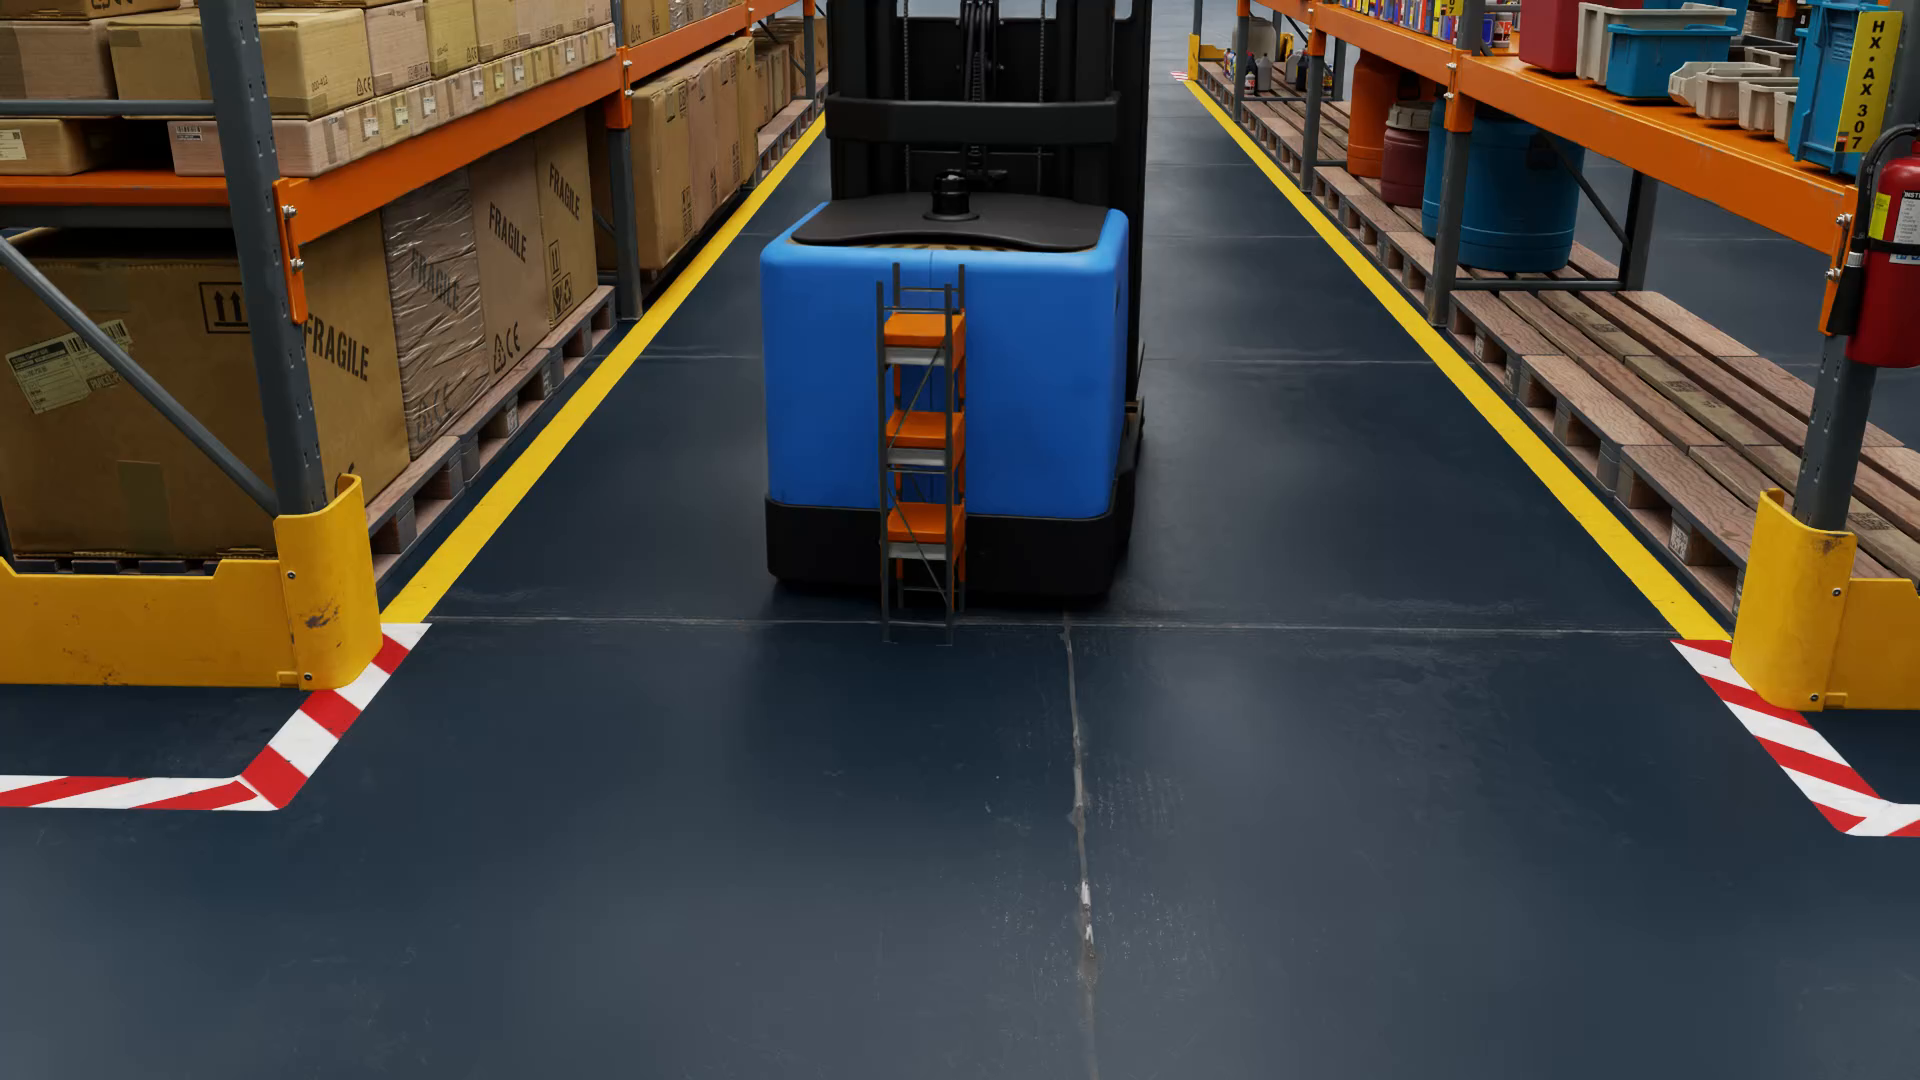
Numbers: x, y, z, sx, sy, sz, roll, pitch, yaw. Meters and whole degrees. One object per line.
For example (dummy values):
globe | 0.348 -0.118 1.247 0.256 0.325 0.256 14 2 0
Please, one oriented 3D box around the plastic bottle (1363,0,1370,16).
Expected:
plastic bottle | 2.553 -3.401 10.308 0.061 0.283 0.133 1 21 2

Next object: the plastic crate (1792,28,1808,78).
plastic crate | 3.103 -1.634 5.743 0.416 0.233 0.300 1 21 2

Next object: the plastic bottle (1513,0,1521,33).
plastic bottle | 3.110 -2.902 9.034 0.152 0.276 0.135 1 21 2

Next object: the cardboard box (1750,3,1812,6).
cardboard box | 8.404 -5.267 17.141 0.500 0.500 0.500 1 21 2

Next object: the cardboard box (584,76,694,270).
cardboard box | -2.112 -1.952 8.769 1.225 0.875 0.875 1 21 2

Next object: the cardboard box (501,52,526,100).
cardboard box | -1.841 -1.727 6.181 0.380 0.149 0.250 1 21 3

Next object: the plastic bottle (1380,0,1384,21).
plastic bottle | 2.558 -3.235 9.897 0.097 0.271 0.097 0 21 0

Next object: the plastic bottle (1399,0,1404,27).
plastic bottle | 2.541 -3.003 9.397 0.097 0.201 0.097 0 21 0

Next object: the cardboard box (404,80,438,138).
cardboard box | -1.872 -1.356 5.224 0.380 0.149 0.250 0 21 1

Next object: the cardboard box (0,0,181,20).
cardboard box | -2.481 -1.666 4.436 0.500 0.500 0.500 1 21 2

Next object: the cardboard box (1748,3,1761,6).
cardboard box | 7.868 -5.273 17.156 0.500 0.500 0.500 1 21 2

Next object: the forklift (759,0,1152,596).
forklift | 0.131 -1.697 5.850 1.130 2.935 3.031 3 21 8

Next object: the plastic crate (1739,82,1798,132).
plastic crate | 2.584 -1.321 5.068 0.396 0.136 0.243 1 21 2

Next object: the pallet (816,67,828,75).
pallet | -1.809 -5.233 18.724 1.003 0.211 1.213 1 21 2

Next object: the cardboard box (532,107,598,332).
cardboard box | -2.212 -1.482 7.560 0.875 0.875 0.875 1 21 2

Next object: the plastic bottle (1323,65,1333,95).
plastic bottle | 3.530 -4.397 15.877 0.097 0.271 0.097 0 21 0

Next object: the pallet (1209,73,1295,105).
pallet | 3.179 -4.738 17.447 1.003 0.211 1.213 1 21 2

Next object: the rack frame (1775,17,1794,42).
rack frame | 8.033 -5.297 15.034 1.000 3.000 0.127 1 21 2

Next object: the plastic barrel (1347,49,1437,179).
plastic barrel | 2.963 -2.914 11.311 0.600 0.830 0.708 1 21 2

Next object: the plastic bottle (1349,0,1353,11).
plastic bottle | 2.569 -3.581 10.773 0.061 0.283 0.133 1 21 2

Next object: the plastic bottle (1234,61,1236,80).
plastic bottle | 2.829 -4.745 16.666 0.144 0.351 0.185 1 21 1

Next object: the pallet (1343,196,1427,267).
pallet | 2.938 -1.881 10.086 1.003 0.211 1.213 1 21 2

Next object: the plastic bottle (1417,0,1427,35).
plastic bottle | 2.554 -2.863 8.933 0.152 0.276 0.135 1 21 2

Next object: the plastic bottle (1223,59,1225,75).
plastic bottle | 2.834 -5.010 17.555 0.097 0.201 0.097 0 21 0

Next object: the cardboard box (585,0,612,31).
cardboard box | -1.863 -2.421 7.418 0.500 0.250 0.500 0 21 1

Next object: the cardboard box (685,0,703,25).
cardboard box | -1.807 -3.275 9.684 0.500 0.500 0.500 1 21 3

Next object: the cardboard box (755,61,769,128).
cardboard box | -1.975 -3.649 13.635 0.700 0.500 0.500 2 21 6

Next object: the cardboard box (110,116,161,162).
cardboard box | -2.546 -1.178 4.765 0.380 0.149 0.250 1 21 2

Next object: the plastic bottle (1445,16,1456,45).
plastic bottle | 2.489 -2.636 8.338 0.061 0.283 0.133 1 21 2

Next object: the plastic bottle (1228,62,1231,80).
plastic bottle | 2.821 -4.852 17.147 0.097 0.201 0.097 0 21 0

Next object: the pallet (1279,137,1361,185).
pallet | 3.023 -2.886 12.676 1.003 0.211 1.213 1 21 2

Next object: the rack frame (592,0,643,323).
rack frame | -2.112 -2.515 7.864 1.000 3.000 0.127 1 21 2

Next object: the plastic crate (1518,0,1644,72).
plastic crate | 2.561 -2.198 6.876 0.402 0.464 0.583 1 21 2

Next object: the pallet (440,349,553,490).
pallet | -2.248 -0.499 6.522 1.003 0.211 1.213 1 21 2

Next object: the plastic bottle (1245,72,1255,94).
plastic bottle | 2.782 -4.388 15.952 0.097 0.201 0.097 0 21 0

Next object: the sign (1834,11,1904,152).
sign | 2.167 -1.090 3.967 0.100 0.325 0.005 1 21 2

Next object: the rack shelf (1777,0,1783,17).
rack shelf | 8.094 -5.685 17.028 1.077 0.370 4.000 1 21 2

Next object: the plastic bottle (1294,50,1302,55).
plastic bottle | 3.551 -4.975 17.361 0.152 0.276 0.135 1 21 2

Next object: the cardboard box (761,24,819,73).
cardboard box | -1.805 -5.216 17.700 0.500 0.500 0.500 3 21 7

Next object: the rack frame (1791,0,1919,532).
rack frame | 2.717 -1.014 3.996 1.000 3.000 0.127 1 21 2

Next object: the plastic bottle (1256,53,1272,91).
plastic bottle | 2.958 -4.558 16.182 0.144 0.351 0.185 1 21 2

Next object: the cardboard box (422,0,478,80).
cardboard box | -1.921 -1.678 5.502 0.500 0.250 0.500 0 21 0

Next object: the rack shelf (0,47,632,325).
rack shelf | -2.173 -1.456 6.130 1.077 0.370 4.000 1 21 2

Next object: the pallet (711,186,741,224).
pallet | -2.090 -2.377 11.363 1.003 0.211 1.213 1 21 2

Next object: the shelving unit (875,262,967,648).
shelving unit | -0.103 -0.231 4.672 0.215 1.050 0.252 3 21 8

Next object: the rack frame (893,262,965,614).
rack frame | -0.086 -0.275 4.785 0.200 1.050 0.008 3 21 8

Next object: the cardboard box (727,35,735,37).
cardboard box | -1.994 -3.785 12.948 0.500 0.250 0.500 3 21 8

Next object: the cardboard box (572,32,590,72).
cardboard box | -1.809 -2.098 7.137 0.380 0.149 0.250 0 21 1
